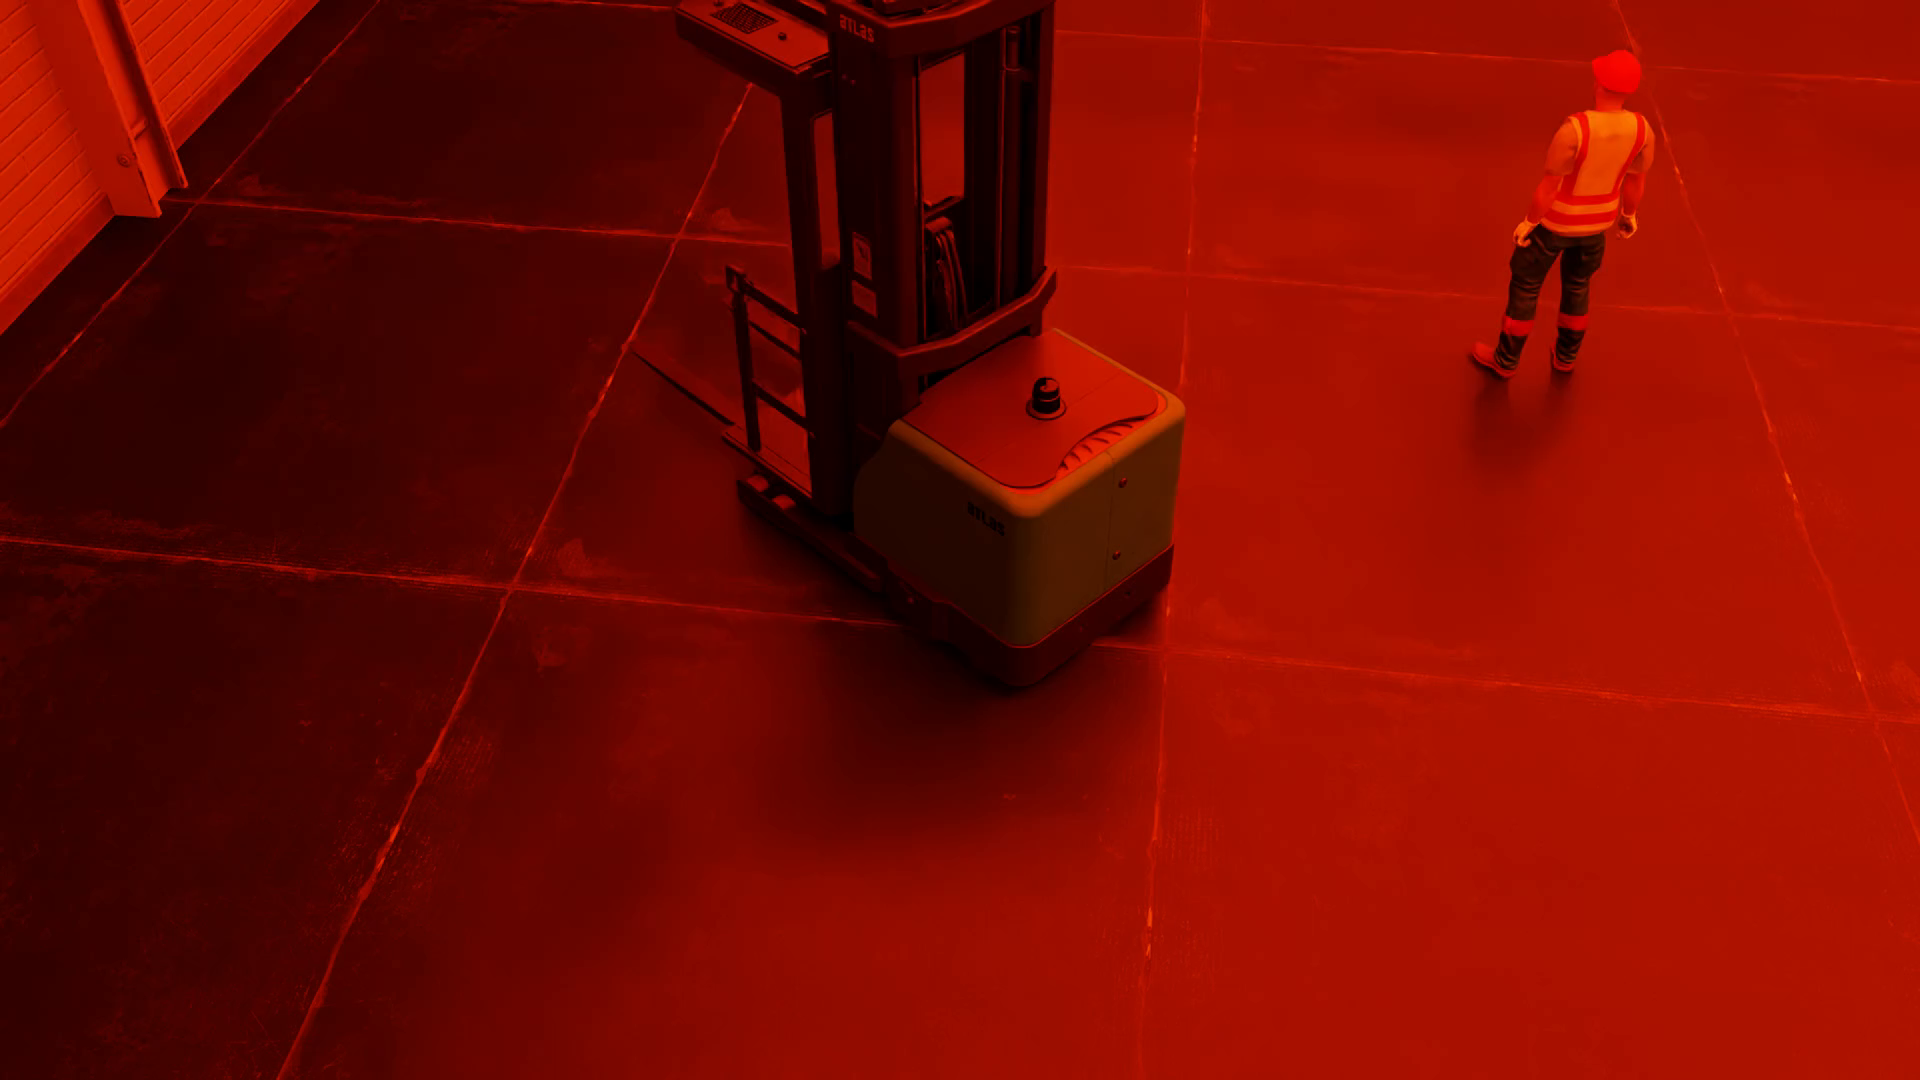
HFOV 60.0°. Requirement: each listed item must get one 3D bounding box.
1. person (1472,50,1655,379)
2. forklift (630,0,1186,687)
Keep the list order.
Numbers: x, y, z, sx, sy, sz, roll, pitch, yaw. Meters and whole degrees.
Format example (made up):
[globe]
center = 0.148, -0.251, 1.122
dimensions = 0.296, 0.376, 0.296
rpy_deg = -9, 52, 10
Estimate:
[person]
center = 3.078, -1.607, 8.325
dimensions = 0.650, 1.788, 0.348
rpy_deg = -6, 43, -6
[forklift]
center = -0.426, -1.350, 7.194
dimensions = 1.130, 2.935, 3.031
rpy_deg = -33, 52, -31
